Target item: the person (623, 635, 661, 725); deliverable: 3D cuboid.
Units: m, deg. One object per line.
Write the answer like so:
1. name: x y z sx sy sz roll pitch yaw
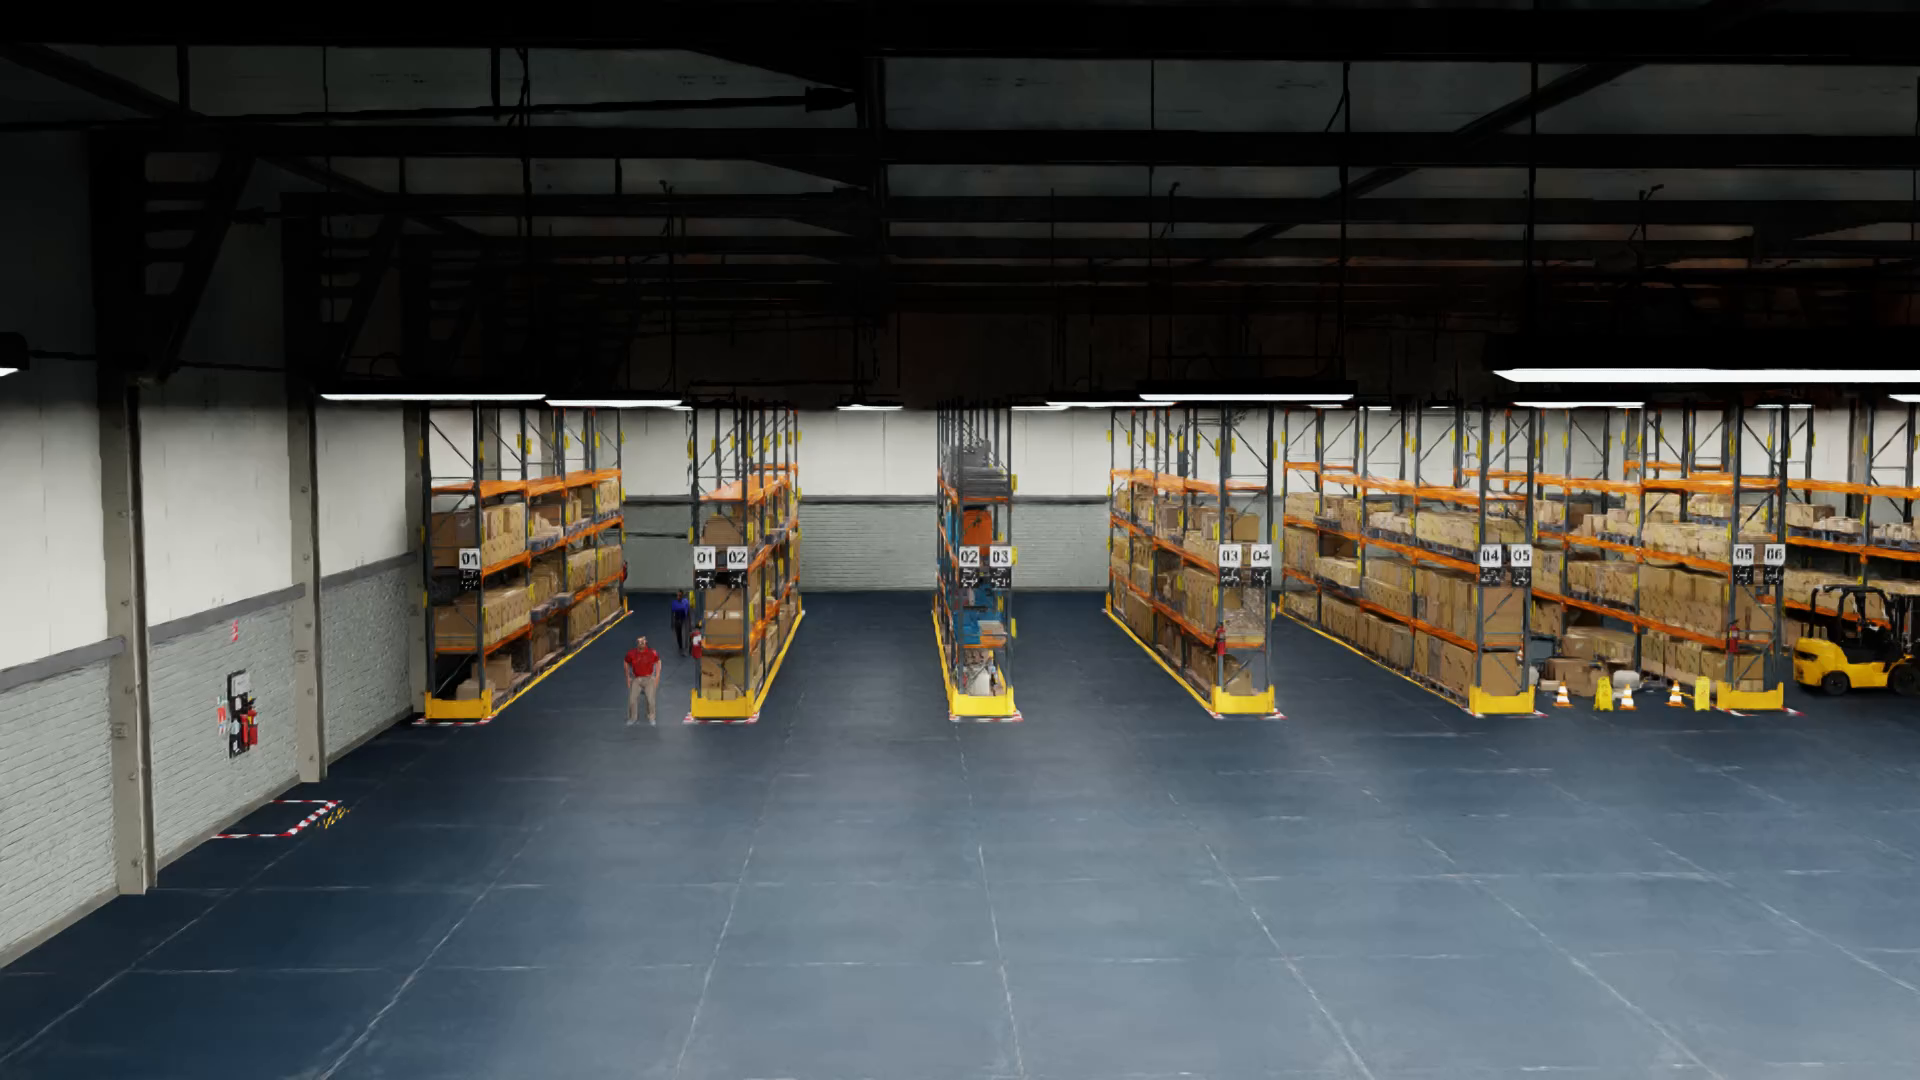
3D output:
1. person: -5.786 2.551 30.300 0.682 1.676 0.529 0 4 -4

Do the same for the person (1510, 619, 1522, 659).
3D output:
1. person: 12.667 1.940 38.062 0.520 1.672 0.560 2 5 27

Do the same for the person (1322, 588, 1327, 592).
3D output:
1. person: 11.028 0.972 50.841 0.517 1.661 0.527 3 5 34

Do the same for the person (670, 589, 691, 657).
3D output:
1. person: -6.550 1.913 38.932 0.447 1.574 1.088 0 4 0
